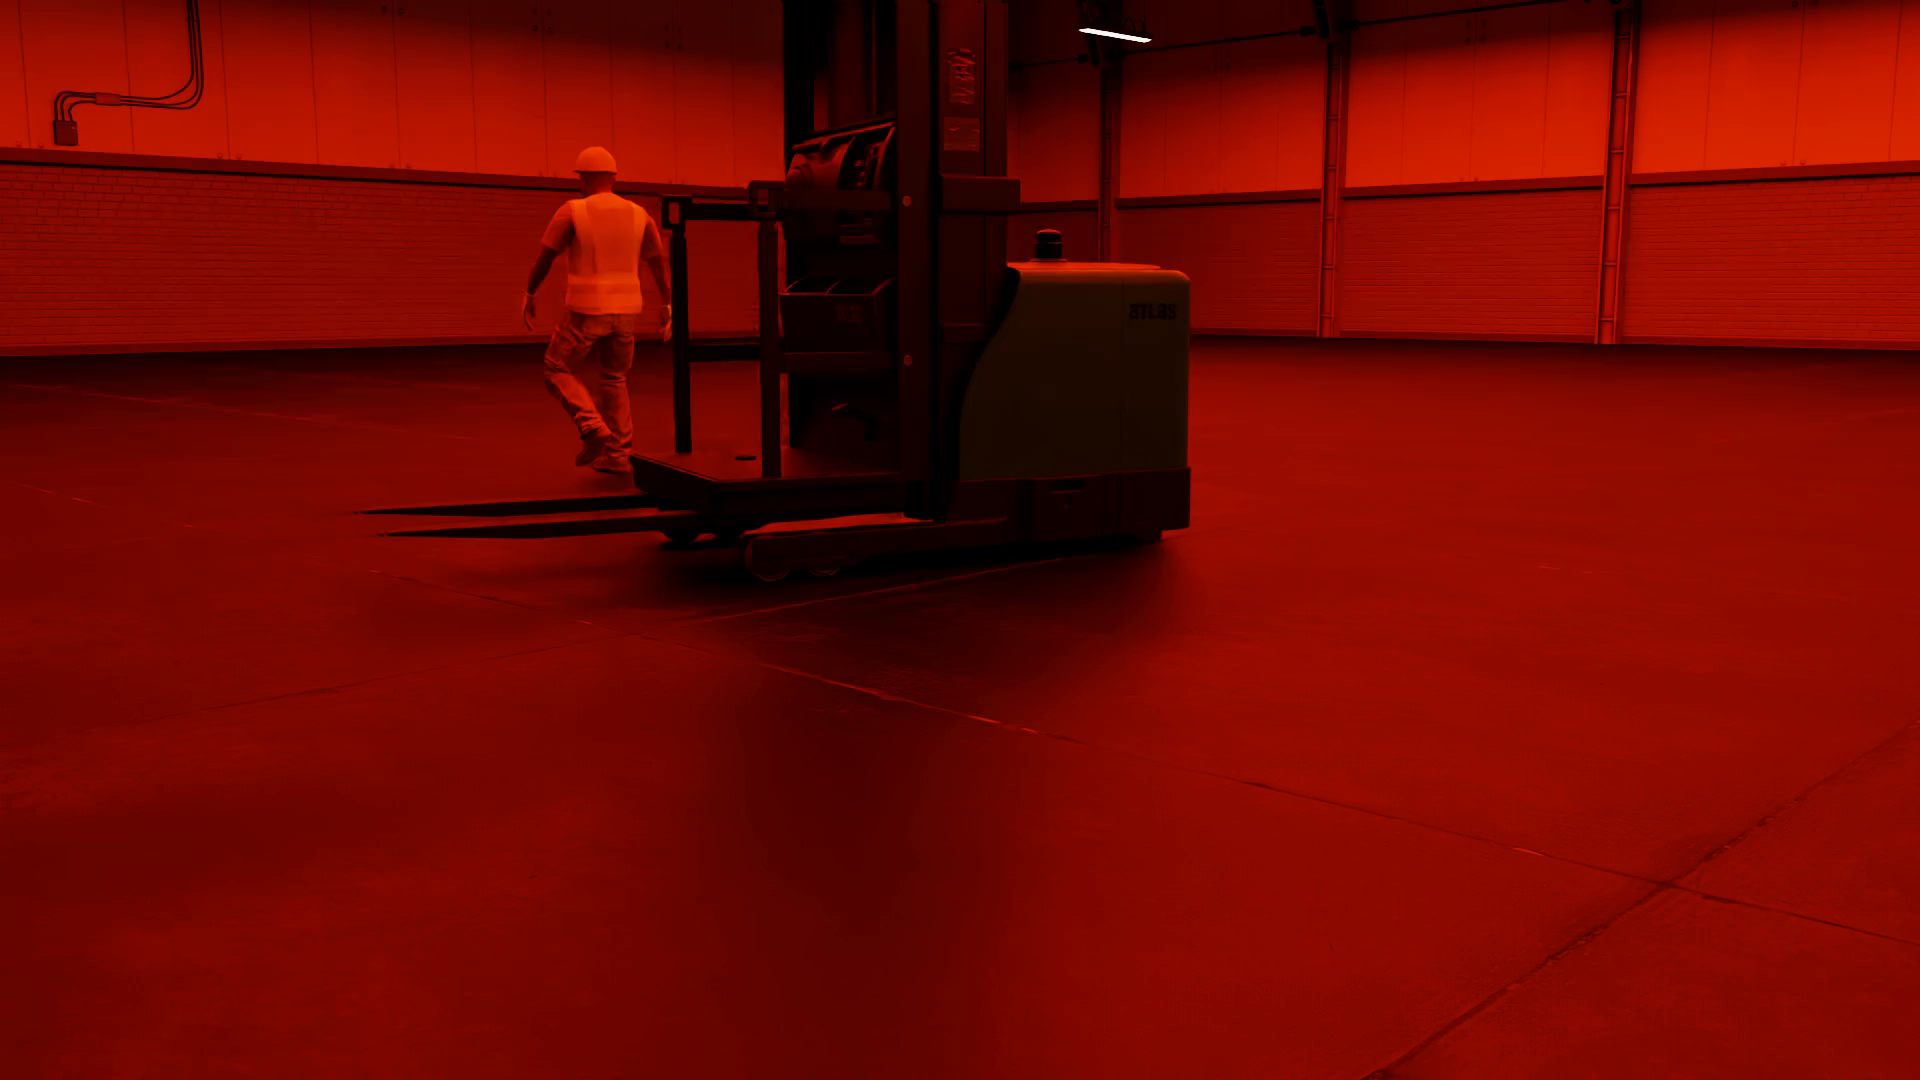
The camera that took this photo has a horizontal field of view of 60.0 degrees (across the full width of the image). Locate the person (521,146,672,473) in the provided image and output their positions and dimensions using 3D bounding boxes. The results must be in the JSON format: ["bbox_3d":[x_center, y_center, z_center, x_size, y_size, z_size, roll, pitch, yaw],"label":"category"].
[{"bbox_3d":[-1.954,-1.242,9.048,0.767,1.764,0.494,-7,11,-40],"label":"person"}]

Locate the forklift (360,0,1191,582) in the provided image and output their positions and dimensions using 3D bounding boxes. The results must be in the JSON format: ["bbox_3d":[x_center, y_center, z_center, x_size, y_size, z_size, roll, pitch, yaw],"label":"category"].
[{"bbox_3d":[-0.639,-1.394,6.132,3.031,2.935,1.130,-4,10,-27],"label":"forklift"}]
